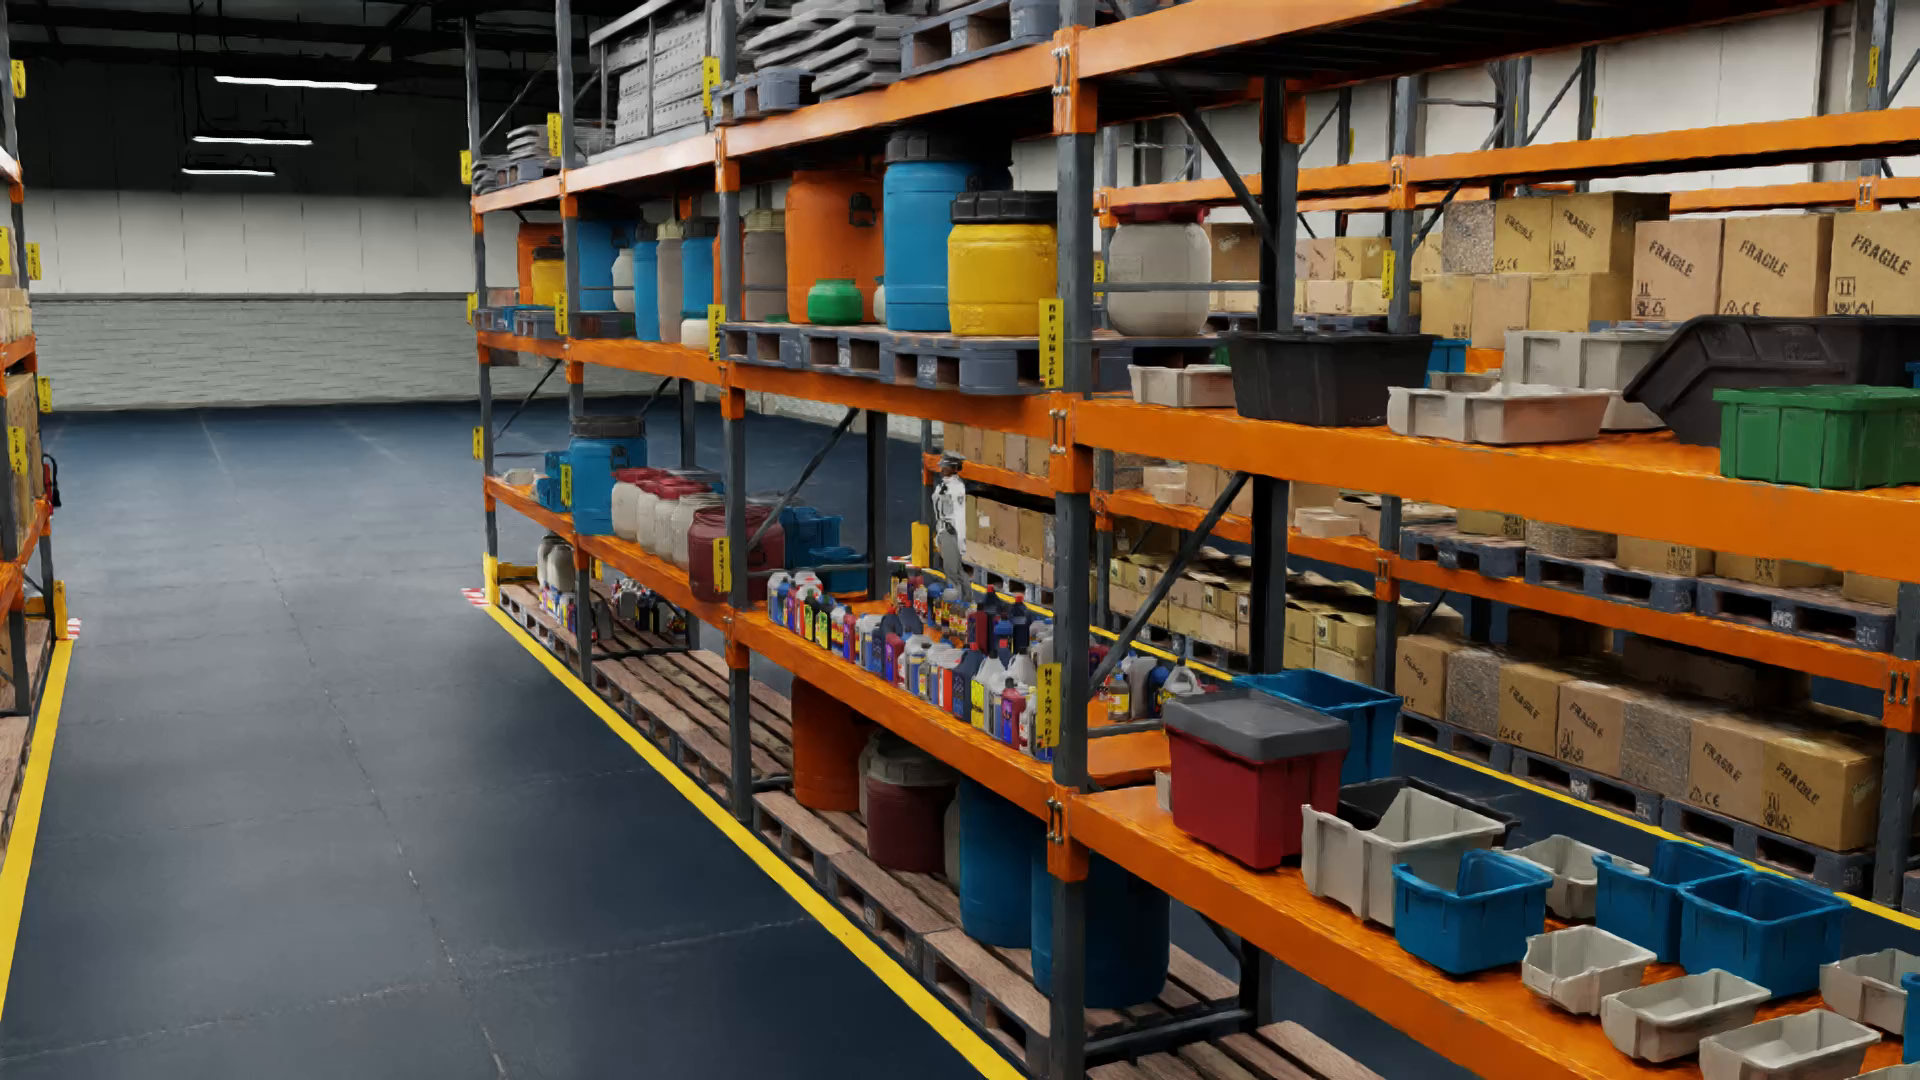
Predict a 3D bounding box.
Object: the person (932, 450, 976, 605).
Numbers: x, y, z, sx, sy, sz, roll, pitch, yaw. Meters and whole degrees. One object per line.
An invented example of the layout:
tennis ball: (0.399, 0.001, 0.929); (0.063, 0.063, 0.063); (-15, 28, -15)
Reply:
person: (-0.048, -0.051, 16.159); (0.473, 1.669, 0.643); (-1, 9, -8)
